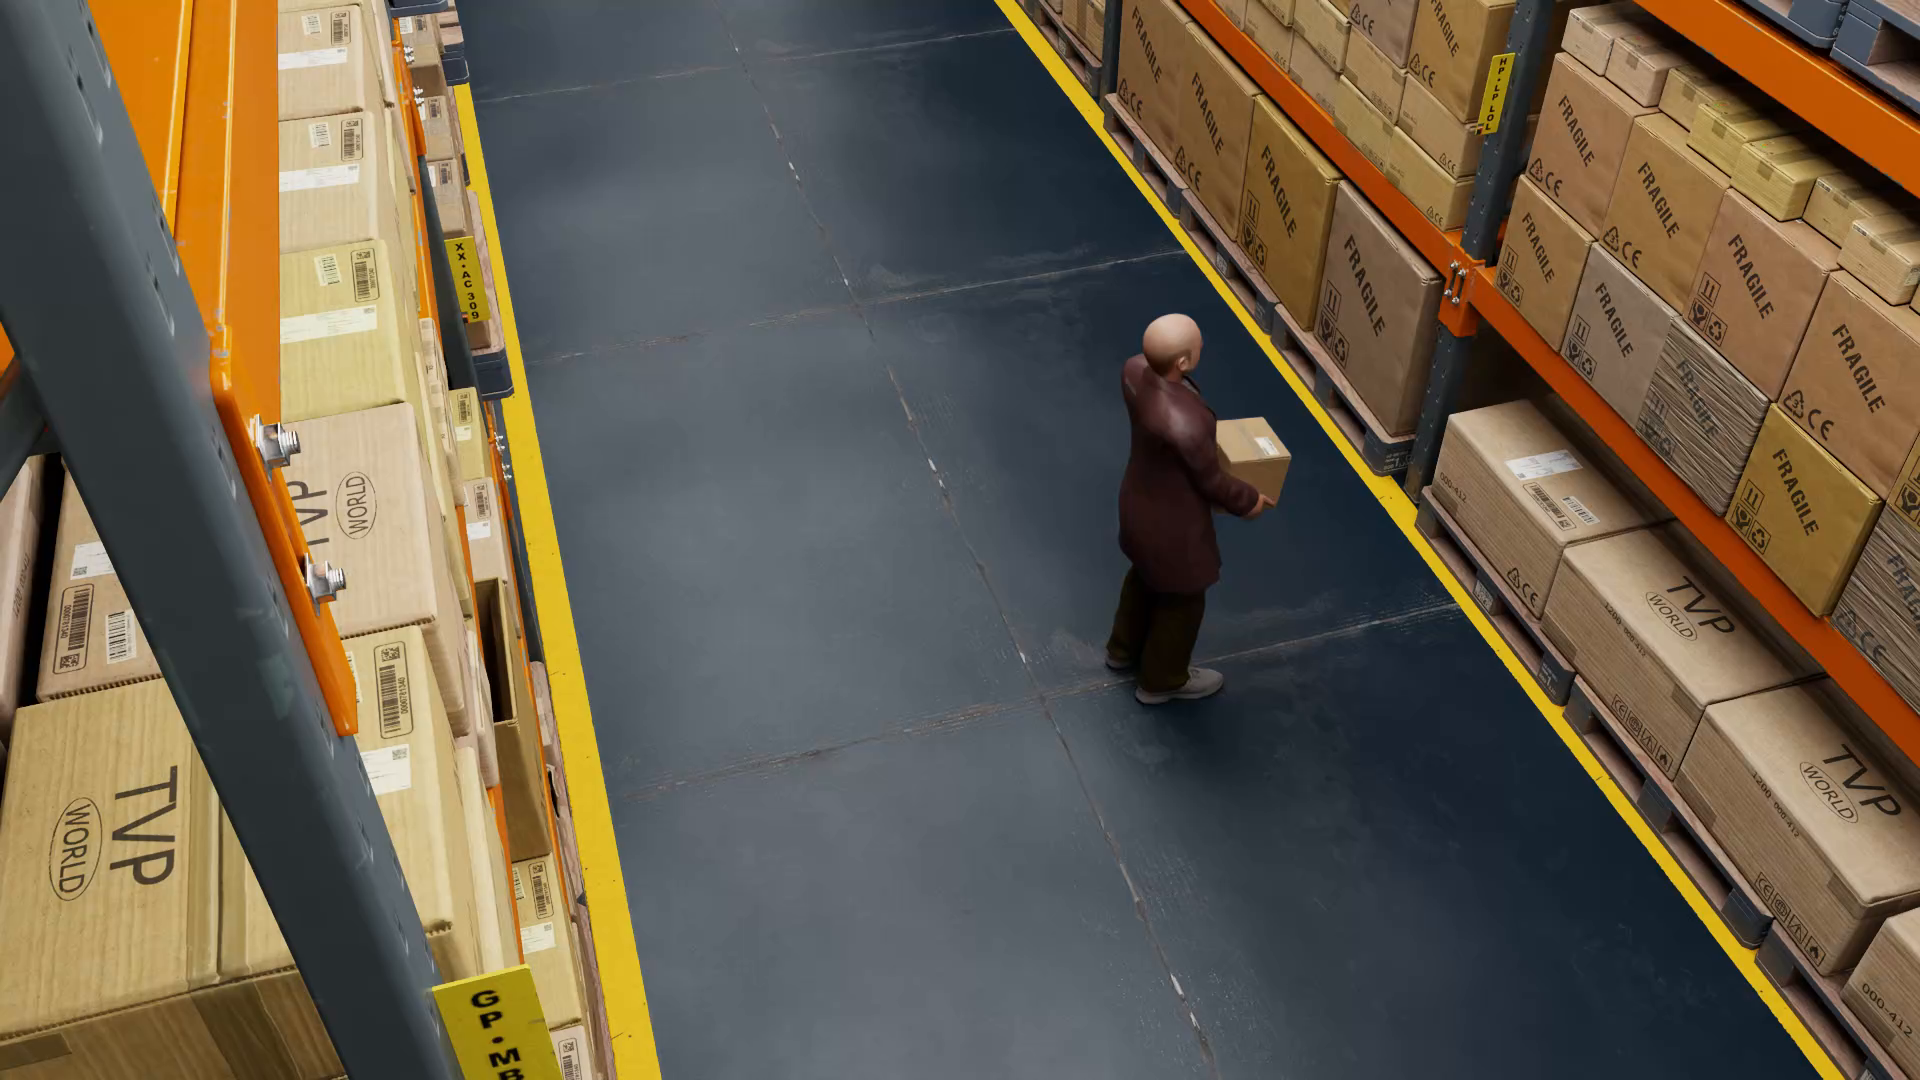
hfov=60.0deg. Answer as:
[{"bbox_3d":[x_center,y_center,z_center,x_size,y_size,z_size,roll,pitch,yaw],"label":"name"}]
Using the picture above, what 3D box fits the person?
[{"bbox_3d":[0.879,-0.124,6.327,0.543,1.778,0.522,-12,43,-13],"label":"person"}]
